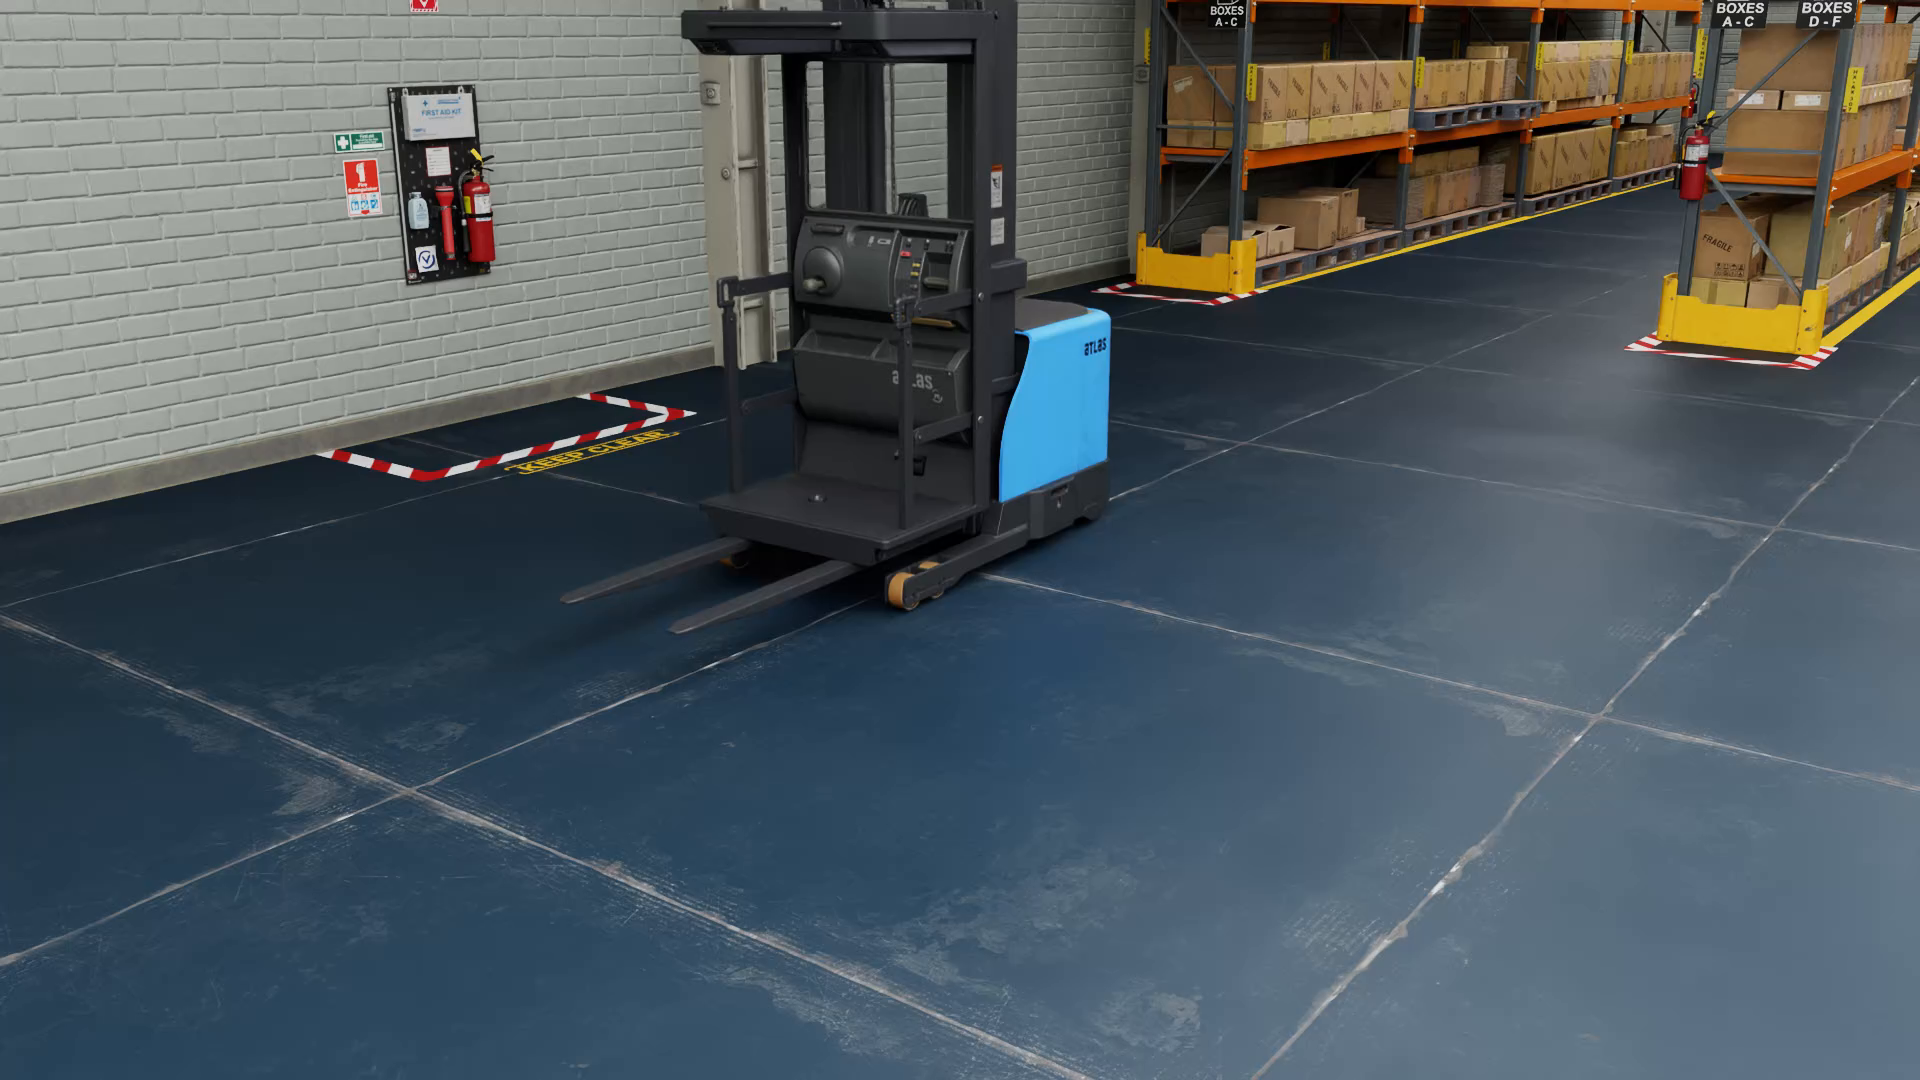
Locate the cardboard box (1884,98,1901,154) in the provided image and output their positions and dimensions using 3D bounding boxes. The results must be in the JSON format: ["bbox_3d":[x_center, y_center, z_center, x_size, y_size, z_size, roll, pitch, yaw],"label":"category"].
[{"bbox_3d":[8.336,-3.894,15.558,0.700,0.500,0.500,12,21,33],"label":"cardboard box"}]

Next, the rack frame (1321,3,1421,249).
[{"bbox_3d":[4.615,-4.828,18.732,1.000,3.000,0.127,12,21,35],"label":"rack frame"}]

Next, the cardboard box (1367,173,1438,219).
[{"bbox_3d":[5.308,-4.154,20.037,0.700,0.500,0.500,12,21,34],"label":"cardboard box"}]

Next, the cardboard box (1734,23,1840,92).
[{"bbox_3d":[6.532,-3.789,13.033,0.700,0.500,0.500,13,21,35],"label":"cardboard box"}]

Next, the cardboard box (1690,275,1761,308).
[{"bbox_3d":[6.294,-2.068,13.773,0.500,0.250,0.500,12,21,35],"label":"cardboard box"}]

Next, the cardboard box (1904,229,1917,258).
[{"bbox_3d":[9.340,-3.015,16.822,0.500,0.250,0.500,13,22,36],"label":"cardboard box"}]

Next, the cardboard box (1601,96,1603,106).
[{"bbox_3d":[9.085,-6.374,24.102,0.380,0.149,0.250,13,22,36],"label":"cardboard box"}]

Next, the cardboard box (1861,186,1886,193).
[{"bbox_3d":[9.819,-3.741,18.214,0.500,0.311,0.500,12,21,33],"label":"cardboard box"}]

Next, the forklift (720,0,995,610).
[{"bbox_3d":[-0.488,-1.255,7.344,1.121,2.935,3.031,12,21,33],"label":"forklift"}]

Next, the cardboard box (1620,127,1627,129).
[{"bbox_3d":[10.437,-6.521,26.597,0.380,0.149,0.250,12,21,34],"label":"cardboard box"}]

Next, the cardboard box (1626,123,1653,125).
[{"bbox_3d":[11.342,-6.883,27.764,0.380,0.149,0.250,13,21,35],"label":"cardboard box"}]

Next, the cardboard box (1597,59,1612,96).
[{"bbox_3d":[9.013,-6.655,23.912,0.500,0.500,0.500,13,21,35],"label":"cardboard box"}]

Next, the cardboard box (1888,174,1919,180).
[{"bbox_3d":[11.347,-4.187,20.141,0.500,0.500,0.500,13,22,37],"label":"cardboard box"}]

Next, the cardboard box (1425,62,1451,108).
[{"bbox_3d":[5.284,-5.333,19.448,0.700,0.500,0.500,15,23,40],"label":"cardboard box"}]

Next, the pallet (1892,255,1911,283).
[{"bbox_3d":[9.003,-2.804,16.917,1.003,0.211,1.213,12,21,35],"label":"pallet"}]

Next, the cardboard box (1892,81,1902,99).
[{"bbox_3d":[11.445,-2.754,11.634,9.833,0.649,2.443,12,21,35],"label":"cardboard box"}]

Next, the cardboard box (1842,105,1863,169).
[{"bbox_3d":[7.110,-3.400,13.967,0.700,0.500,0.500,13,21,35],"label":"cardboard box"}]

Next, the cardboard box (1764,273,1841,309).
[{"bbox_3d":[7.005,-2.096,13.864,0.500,0.250,0.500,12,21,35],"label":"cardboard box"}]

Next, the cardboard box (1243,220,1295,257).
[{"bbox_3d":[3.056,-3.086,16.915,0.500,0.311,0.500,15,22,39],"label":"cardboard box"}]

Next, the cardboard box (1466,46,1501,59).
[{"bbox_3d":[6.637,-6.181,21.087,0.380,0.149,0.250,9,19,26],"label":"cardboard box"}]

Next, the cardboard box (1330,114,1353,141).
[{"bbox_3d":[3.686,-4.240,17.057,0.500,0.250,0.500,13,21,35],"label":"cardboard box"}]

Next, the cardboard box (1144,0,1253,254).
[{"bbox_3d":[12.656,-2.037,9.745,25.117,3.000,2.723,13,21,35],"label":"cardboard box"}]

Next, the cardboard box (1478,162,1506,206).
[{"bbox_3d":[6.611,-4.616,21.524,0.700,0.500,0.500,13,21,35],"label":"cardboard box"}]

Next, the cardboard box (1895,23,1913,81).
[{"bbox_3d":[8.336,-4.514,15.365,0.700,0.500,0.500,13,21,35],"label":"cardboard box"}]

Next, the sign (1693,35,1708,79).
[{"bbox_3d":[5.785,-3.766,12.961,0.100,0.325,0.005,12,21,35],"label":"sign"}]

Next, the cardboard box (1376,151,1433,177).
[{"bbox_3d":[5.300,-4.486,19.840,0.500,0.250,0.500,12,21,34],"label":"cardboard box"}]

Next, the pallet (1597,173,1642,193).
[{"bbox_3d":[9.897,-5.569,25.820,1.003,0.211,1.213,12,21,35],"label":"pallet"}]

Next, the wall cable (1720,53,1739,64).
[{"bbox_3d":[15.422,-10.352,31.641,3.097,2.526,0.112,12,21,35],"label":"wall cable"}]

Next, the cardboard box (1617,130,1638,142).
[{"bbox_3d":[10.260,-6.259,25.754,0.380,0.149,0.250,13,22,37],"label":"cardboard box"}]

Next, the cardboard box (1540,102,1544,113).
[{"bbox_3d":[7.537,-5.766,22.143,0.380,0.149,0.250,13,21,35],"label":"cardboard box"}]

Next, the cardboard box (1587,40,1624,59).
[{"bbox_3d":[9.309,-7.134,24.191,0.500,0.250,0.500,13,22,36],"label":"cardboard box"}]

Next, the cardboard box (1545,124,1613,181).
[{"bbox_3d":[9.099,-5.729,24.552,0.750,0.750,0.750,13,21,35],"label":"cardboard box"}]

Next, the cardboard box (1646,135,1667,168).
[{"bbox_3d":[11.130,-6.389,27.267,0.700,0.500,0.500,12,21,35],"label":"cardboard box"}]

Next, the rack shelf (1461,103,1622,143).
[{"bbox_3d":[8.190,-5.913,23.441,1.077,0.370,4.000,12,21,35],"label":"rack shelf"}]

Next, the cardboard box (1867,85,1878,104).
[{"bbox_3d":[7.535,-3.780,14.094,0.380,0.149,0.250,13,21,35],"label":"cardboard box"}]

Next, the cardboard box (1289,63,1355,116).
[{"bbox_3d":[3.671,-4.595,16.936,0.500,0.500,0.500,13,22,36],"label":"cardboard box"}]

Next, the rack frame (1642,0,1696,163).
[{"bbox_3d":[11.767,-7.685,27.934,0.949,2.616,0.053,12,21,35],"label":"rack frame"}]

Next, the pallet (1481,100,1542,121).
[{"bbox_3d":[6.659,-5.500,21.221,1.213,0.211,1.003,12,21,35],"label":"pallet"}]

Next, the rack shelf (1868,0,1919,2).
[{"bbox_3d":[9.787,-5.587,17.091,0.831,0.071,3.687,12,21,35],"label":"rack shelf"}]

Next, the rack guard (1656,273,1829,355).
[{"bbox_3d":[6.198,-1.801,13.201,1.175,0.500,0.348,12,21,35],"label":"rack guard"}]

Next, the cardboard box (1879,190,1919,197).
[{"bbox_3d":[9.957,-3.529,17.534,0.500,0.311,0.500,13,22,36],"label":"cardboard box"}]

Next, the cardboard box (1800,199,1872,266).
[{"bbox_3d":[7.606,-2.691,14.516,0.500,0.500,0.500,12,21,35],"label":"cardboard box"}]

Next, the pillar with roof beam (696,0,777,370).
[{"bbox_3d":[1.836,-4.870,8.752,9.100,9.000,0.400,12,21,35],"label":"pillar with roof beam"}]
